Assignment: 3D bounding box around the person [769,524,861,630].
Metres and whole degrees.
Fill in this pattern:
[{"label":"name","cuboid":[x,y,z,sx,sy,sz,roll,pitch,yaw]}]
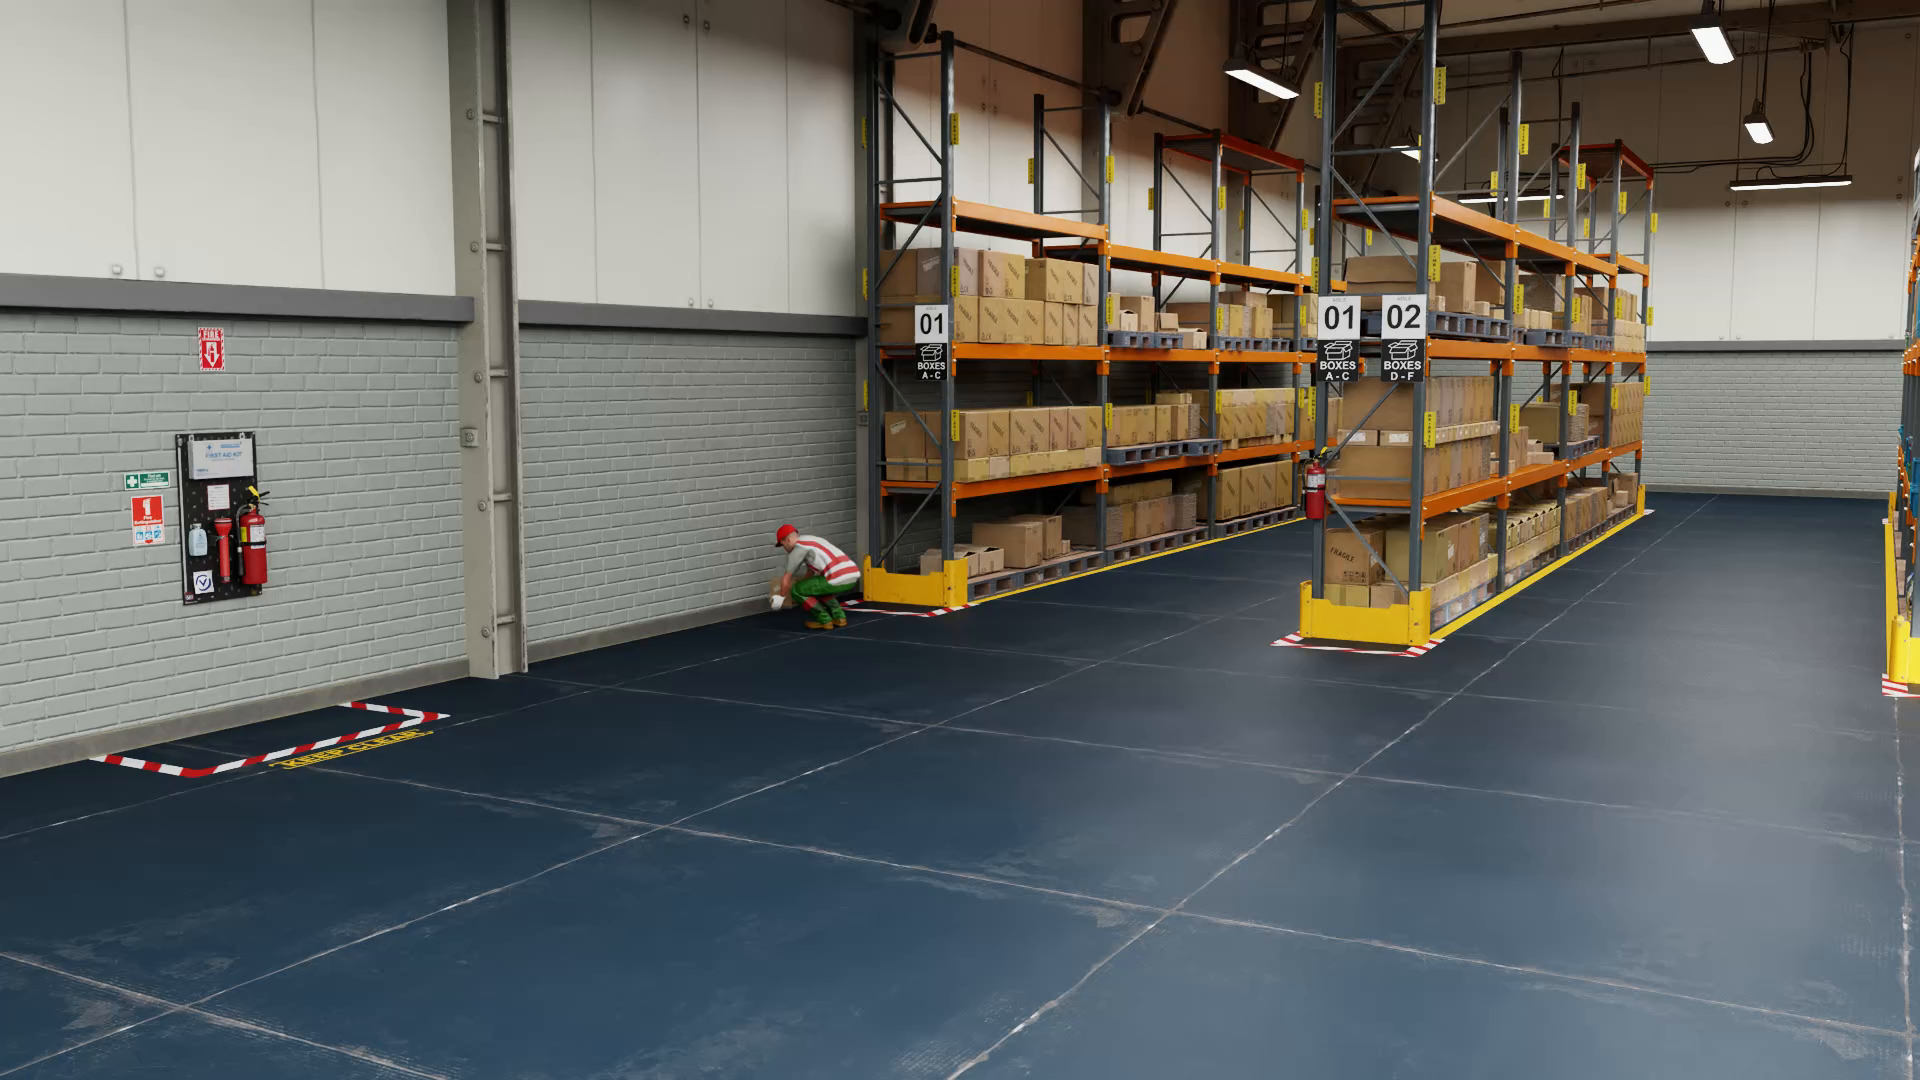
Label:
[{"label":"person","cuboid":[-1.429,0.356,16.353,0.881,1.006,0.572,3,7,28]}]
